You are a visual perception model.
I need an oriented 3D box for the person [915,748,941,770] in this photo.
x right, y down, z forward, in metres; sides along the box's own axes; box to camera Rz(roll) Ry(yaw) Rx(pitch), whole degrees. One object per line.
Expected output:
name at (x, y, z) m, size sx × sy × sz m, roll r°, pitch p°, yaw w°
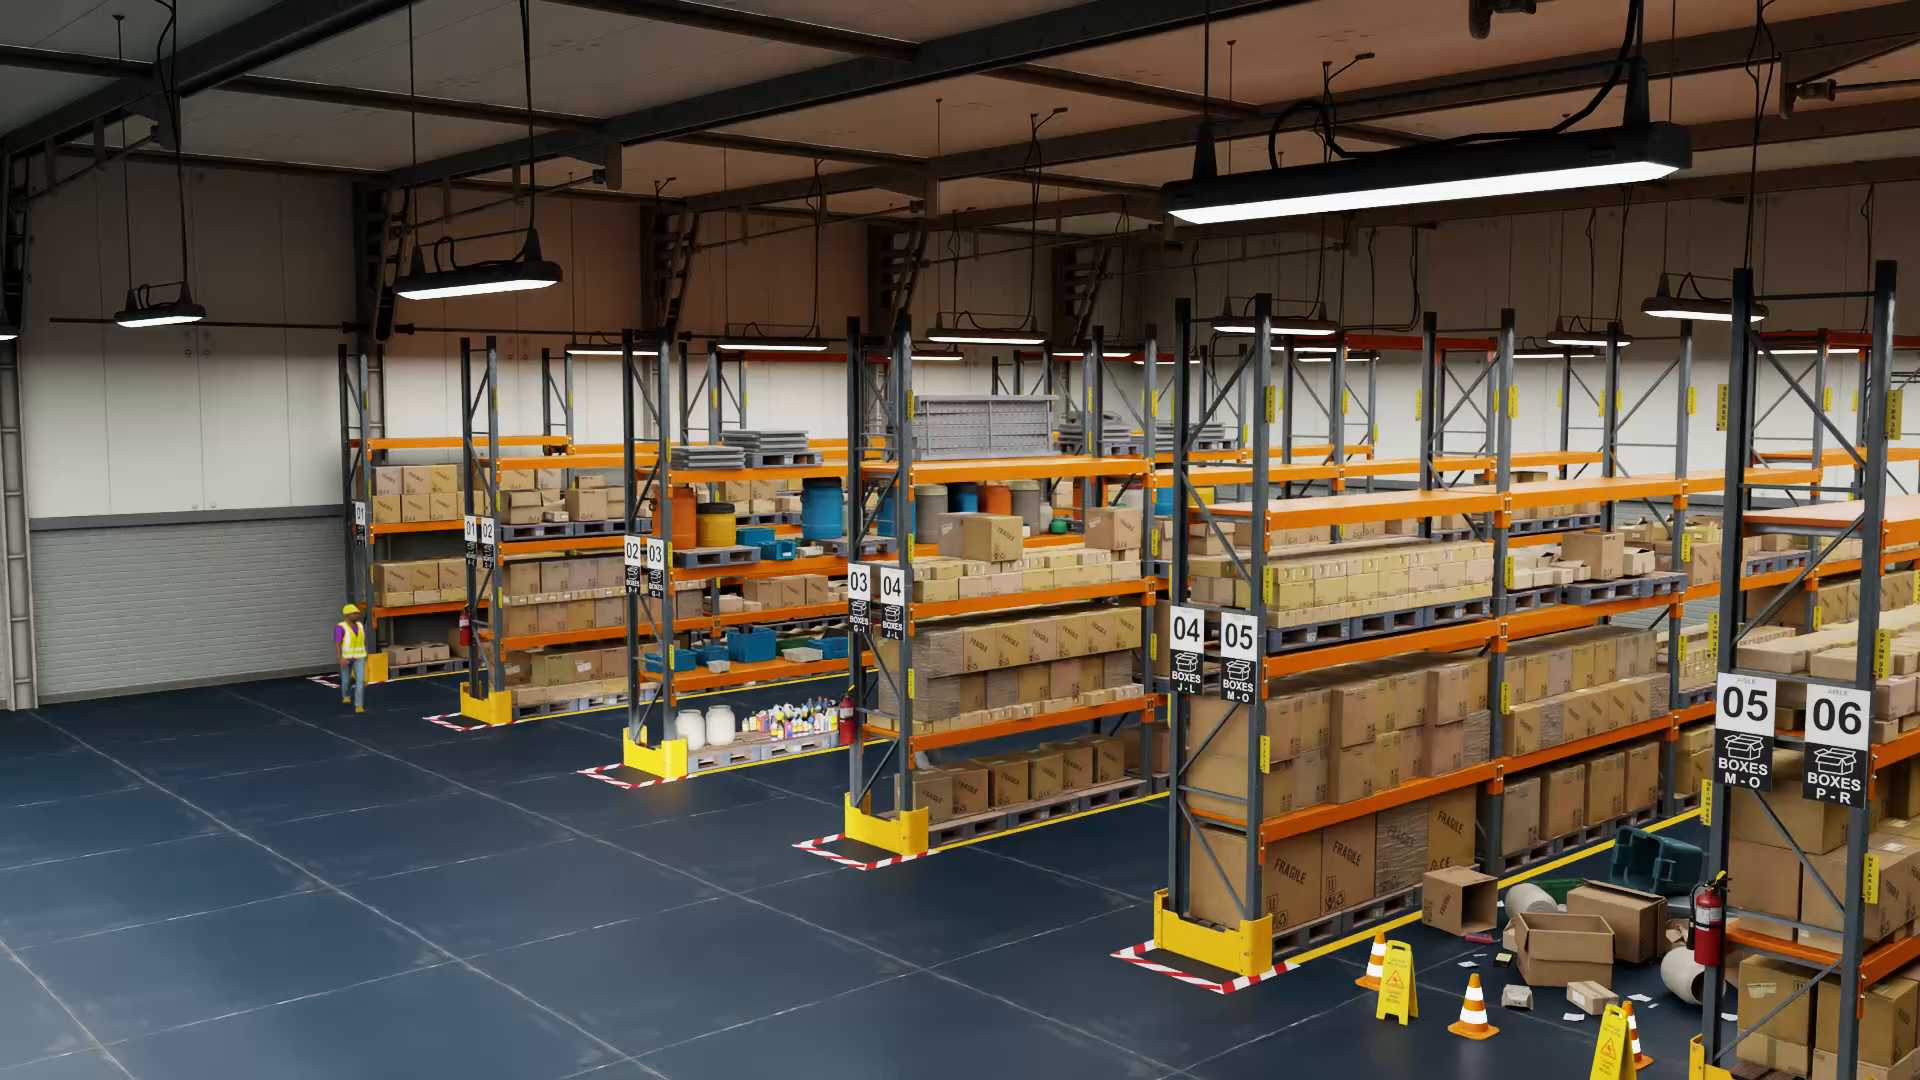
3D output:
person at (-0.405, 2.351, 21.582) m, size 0.438 × 1.768 × 0.610 m, roll 4°, pitch 7°, yaw 41°

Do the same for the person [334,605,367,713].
person at (-9.848, 1.907, 26.876) m, size 0.496 × 1.733 × 0.982 m, roll -2°, pitch 5°, yaw -21°
